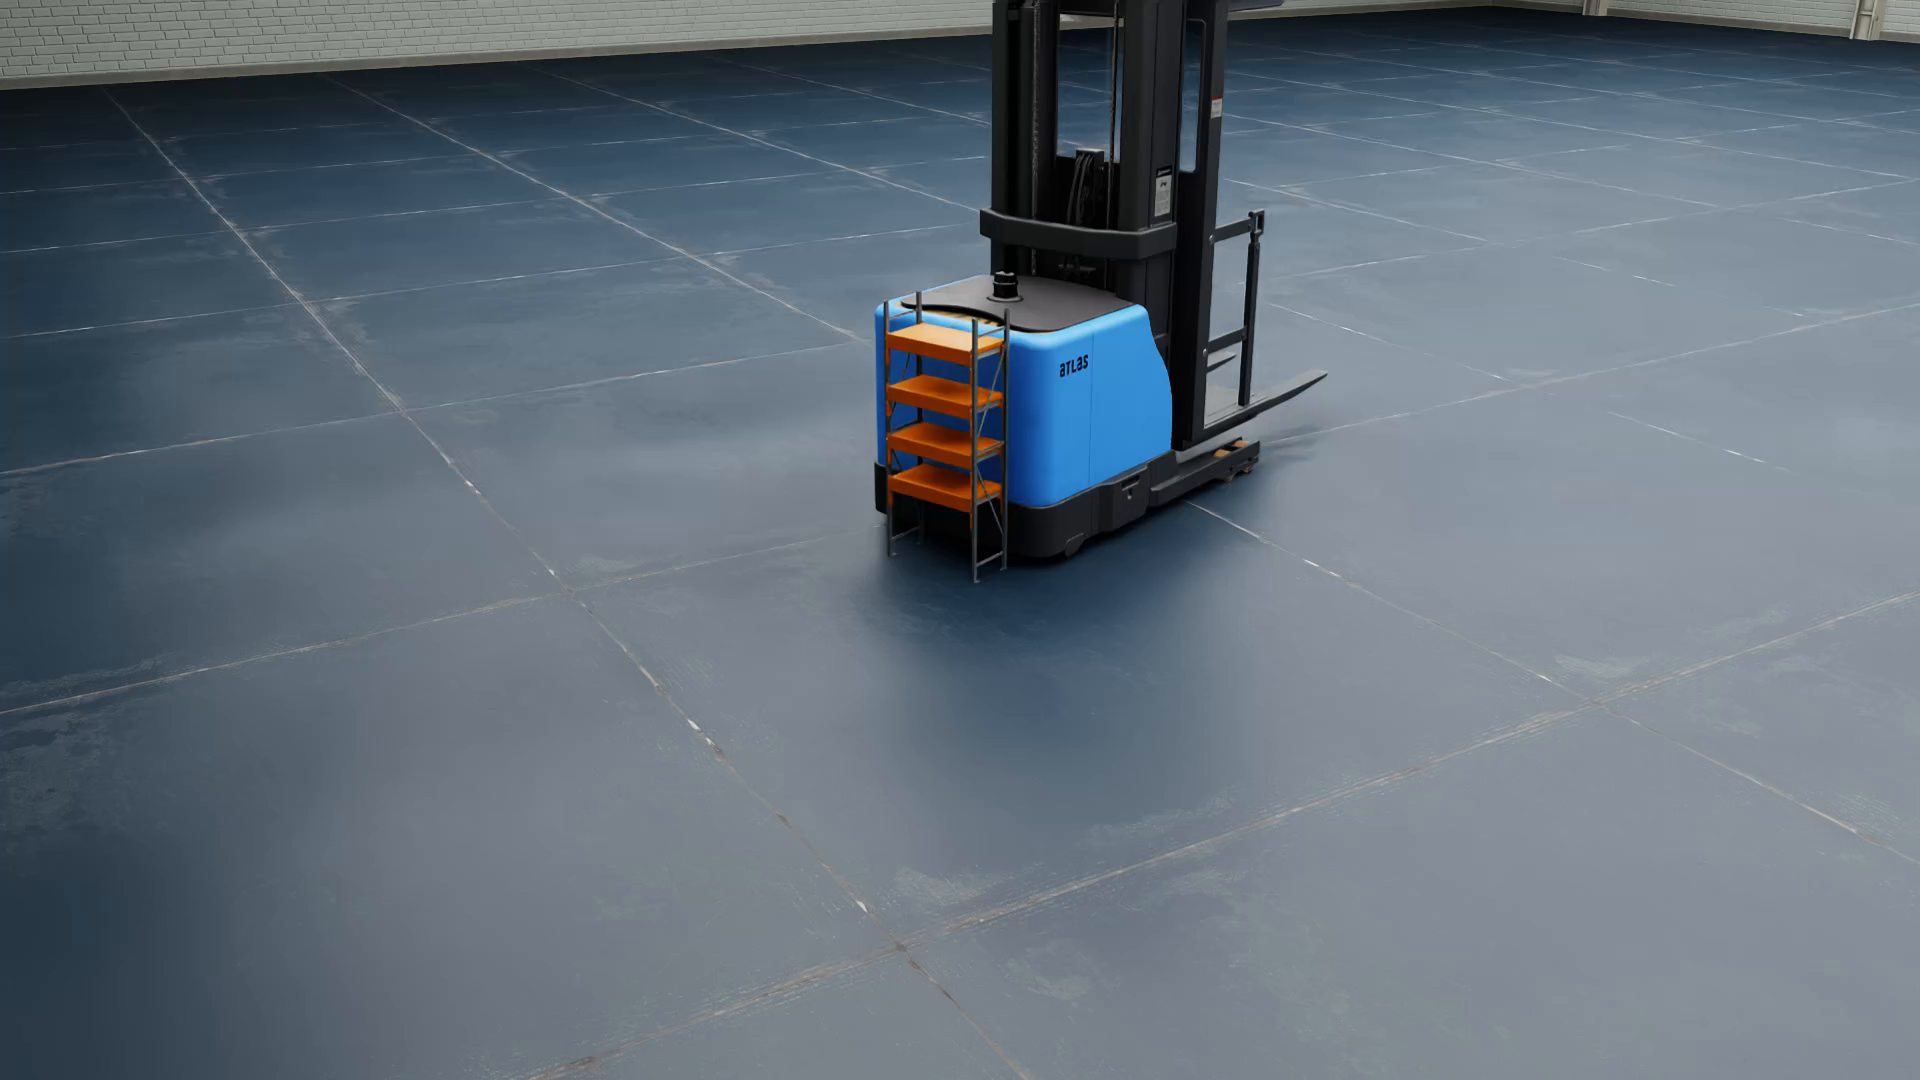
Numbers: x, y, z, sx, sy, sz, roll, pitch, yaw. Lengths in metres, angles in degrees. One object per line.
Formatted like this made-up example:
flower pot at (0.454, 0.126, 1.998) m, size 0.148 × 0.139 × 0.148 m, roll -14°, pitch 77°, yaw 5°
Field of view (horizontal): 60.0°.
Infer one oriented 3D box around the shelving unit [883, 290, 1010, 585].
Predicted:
shelving unit at (-0.060, -0.451, 7.328) m, size 0.503 × 1.200 × 0.258 m, roll 17°, pitch 28°, yaw 35°

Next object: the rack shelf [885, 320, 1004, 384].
rack shelf at (-0.060, -0.815, 7.180) m, size 0.480 × 0.148 × 0.258 m, roll 17°, pitch 28°, yaw 35°

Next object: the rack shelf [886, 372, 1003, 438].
rack shelf at (-0.060, -0.596, 7.269) m, size 0.480 × 0.148 × 0.258 m, roll 17°, pitch 28°, yaw 35°

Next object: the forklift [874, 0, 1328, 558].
forklift at (0.913, -1.760, 8.250) m, size 1.130 × 2.935 × 3.031 m, roll 17°, pitch 28°, yaw 36°

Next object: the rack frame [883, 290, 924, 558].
rack frame at (-0.251, -0.509, 7.469) m, size 0.015 × 1.200 × 0.240 m, roll 17°, pitch 28°, yaw 35°

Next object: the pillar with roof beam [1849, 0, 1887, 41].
pillar with roof beam at (12.698, -12.422, 26.421) m, size 9.100 × 9.000 × 0.400 m, roll -13°, pitch 25°, yaw -28°

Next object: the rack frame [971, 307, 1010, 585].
rack frame at (0.130, -0.394, 7.187) m, size 0.015 × 1.200 × 0.240 m, roll 17°, pitch 28°, yaw 35°

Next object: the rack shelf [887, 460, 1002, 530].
rack shelf at (-0.060, -0.205, 7.428) m, size 0.480 × 0.148 × 0.258 m, roll 17°, pitch 28°, yaw 35°

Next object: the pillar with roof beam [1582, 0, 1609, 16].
pillar with roof beam at (9.633, -14.364, 31.199) m, size 9.100 × 9.000 × 0.400 m, roll -13°, pitch 25°, yaw -28°

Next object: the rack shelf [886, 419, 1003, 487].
rack shelf at (-0.060, -0.389, 7.353) m, size 0.480 × 0.148 × 0.258 m, roll 17°, pitch 28°, yaw 35°
